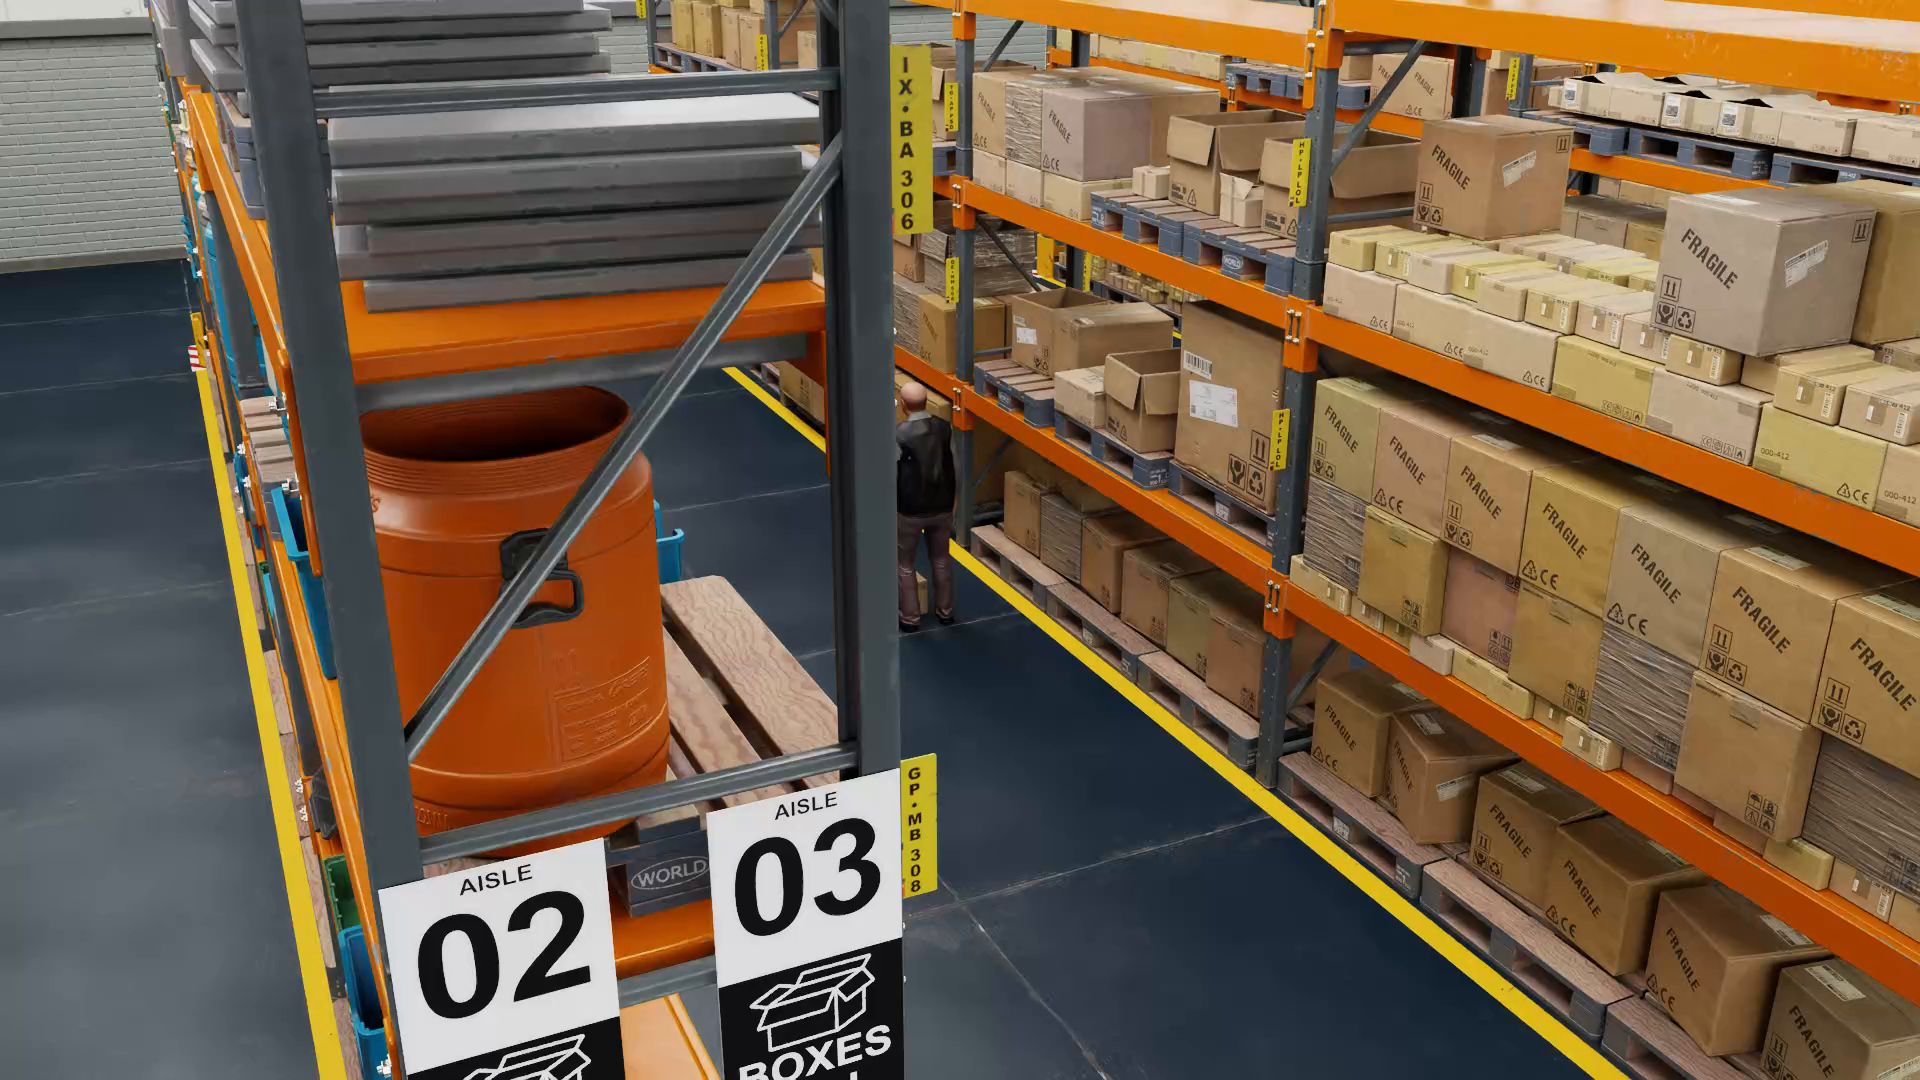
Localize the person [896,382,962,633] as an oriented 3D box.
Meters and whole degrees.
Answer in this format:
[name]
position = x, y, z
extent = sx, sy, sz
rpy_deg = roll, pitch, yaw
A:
[person]
position = -0.257, -0.164, 11.165
extent = 0.579, 1.617, 0.420
rpy_deg = -10, 24, -24
